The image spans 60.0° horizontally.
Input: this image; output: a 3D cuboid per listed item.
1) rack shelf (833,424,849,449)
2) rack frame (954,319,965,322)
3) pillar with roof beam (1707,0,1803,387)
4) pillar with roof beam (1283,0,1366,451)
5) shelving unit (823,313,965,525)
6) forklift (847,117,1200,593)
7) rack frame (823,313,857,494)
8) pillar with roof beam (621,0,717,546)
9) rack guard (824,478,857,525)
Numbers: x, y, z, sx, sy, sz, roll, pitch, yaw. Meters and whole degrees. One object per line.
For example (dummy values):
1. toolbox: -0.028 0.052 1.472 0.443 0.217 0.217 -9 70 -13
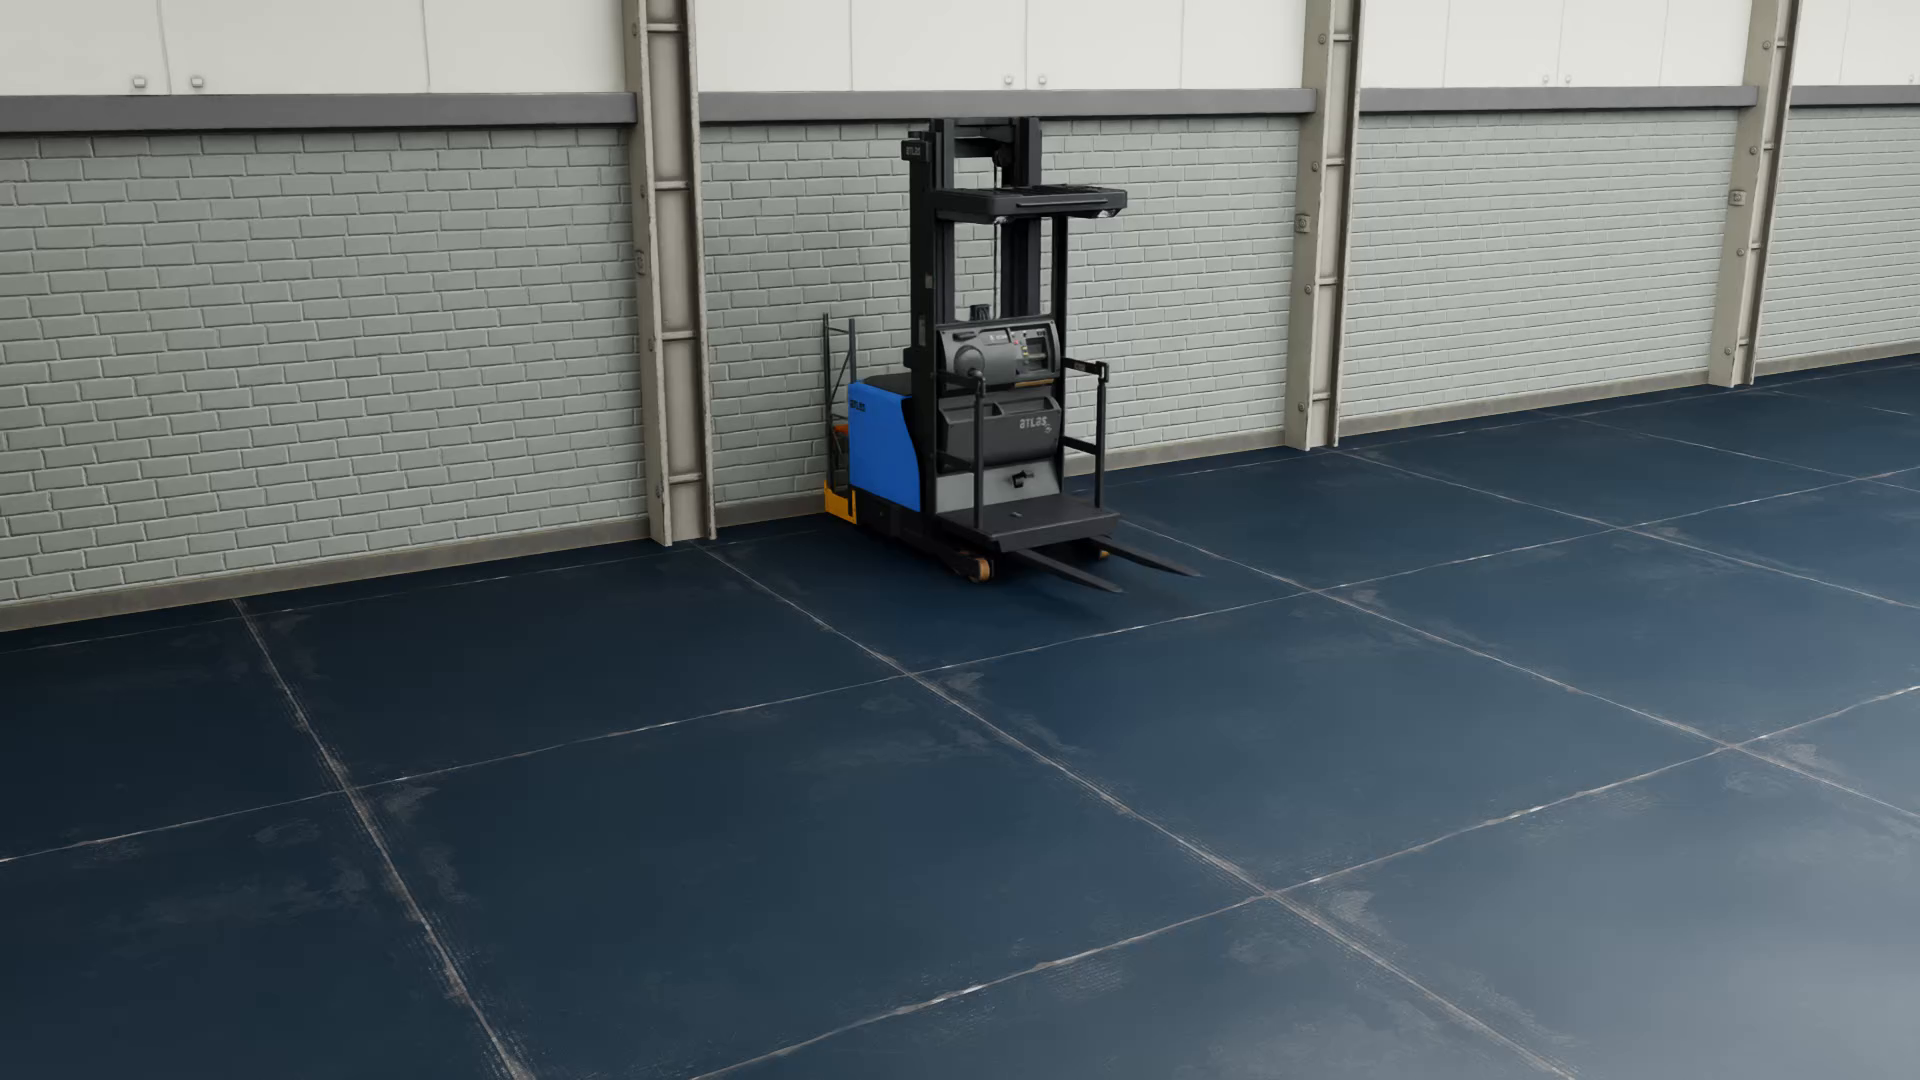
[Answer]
1. rack shelf: -0.426 -0.793 12.561 1.000 0.185 0.538 -8 15 -28
2. rack frame: 0.015 -1.032 12.757 0.032 1.500 0.500 -8 15 -28
3. pillar with roof beam: 10.508 -5.023 13.157 0.400 9.000 9.100 -9 18 -30
4. pillar with roof beam: 5.365 -4.189 10.181 0.400 9.000 9.100 -9 18 -30
5. shelving unit: -0.437 -0.966 12.515 1.083 1.500 0.587 -8 15 -28
6. forklift: 0.391 -1.276 11.033 1.130 2.935 3.031 -10 18 -31
7. rack frame: -0.874 -0.903 12.282 0.032 1.500 0.500 -8 15 -28
8. pillar with roof beam: 0.222 -3.355 7.206 0.400 9.000 9.100 -9 18 -30
9. rack guard: -0.863 -0.295 12.429 0.087 0.250 0.587 -8 15 -28
